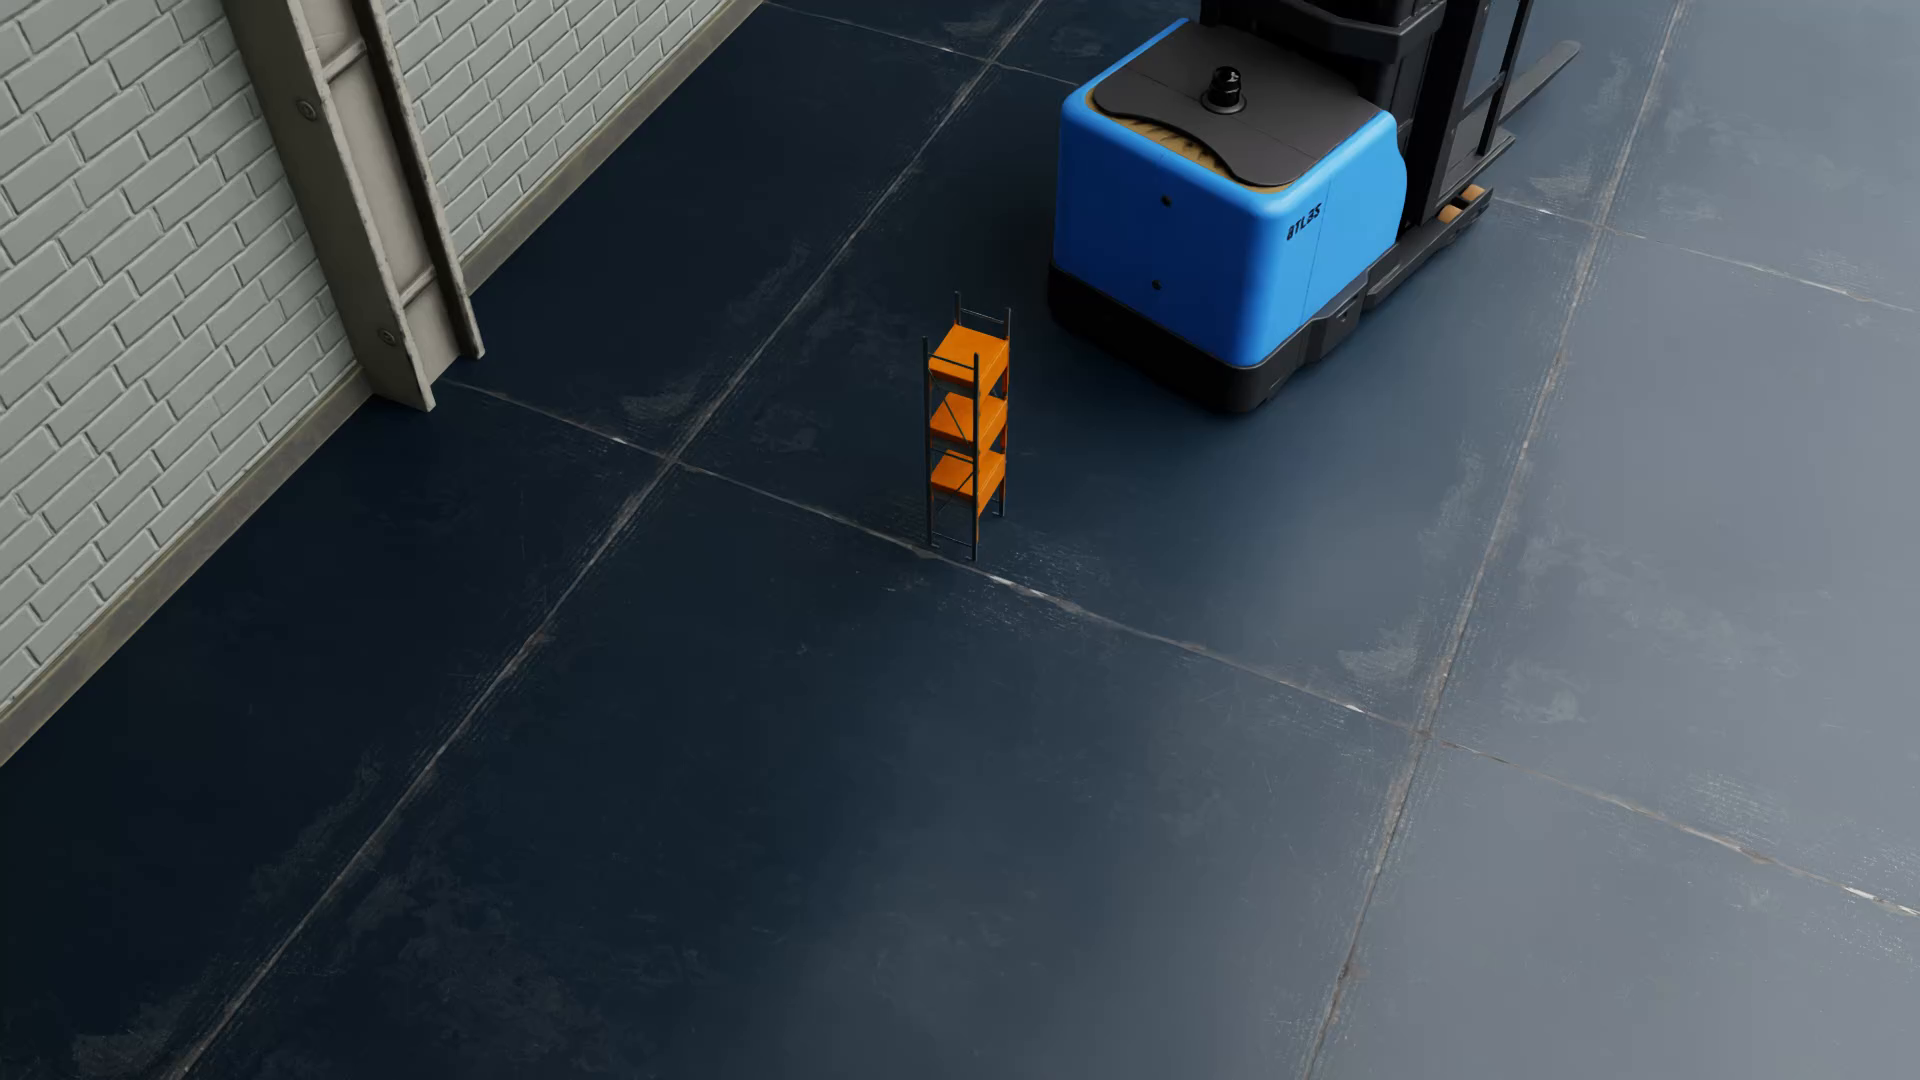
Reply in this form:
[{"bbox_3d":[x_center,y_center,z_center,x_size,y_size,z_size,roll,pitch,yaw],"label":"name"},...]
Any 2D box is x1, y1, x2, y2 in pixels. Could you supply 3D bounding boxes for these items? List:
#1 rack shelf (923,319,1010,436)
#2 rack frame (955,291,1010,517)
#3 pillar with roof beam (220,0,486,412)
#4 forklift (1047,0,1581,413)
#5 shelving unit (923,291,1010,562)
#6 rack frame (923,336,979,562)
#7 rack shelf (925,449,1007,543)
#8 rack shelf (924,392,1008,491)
[{"bbox_3d":[0.023,-0.554,5.673,0.215,0.259,0.240,20,52,16],"label":"rack shelf"},{"bbox_3d":[0.075,-0.461,5.953,0.200,1.050,0.008,20,52,16],"label":"rack frame"},{"bbox_3d":[1.700,-2.214,2.225,9.100,9.000,0.400,20,52,16],"label":"pillar with roof beam"},{"bbox_3d":[1.723,-2.497,6.450,1.130,2.935,3.031,34,58,26],"label":"forklift"},{"bbox_3d":[0.023,-0.377,5.882,0.215,1.050,0.252,20,52,16],"label":"shelving unit"},{"bbox_3d":[-0.029,-0.293,5.810,0.200,1.050,0.008,20,52,16],"label":"rack frame"},{"bbox_3d":[0.023,-0.190,6.101,0.215,0.259,0.240,20,52,16],"label":"rack shelf"},{"bbox_3d":[0.023,-0.370,5.890,0.215,0.259,0.240,20,52,16],"label":"rack shelf"}]
